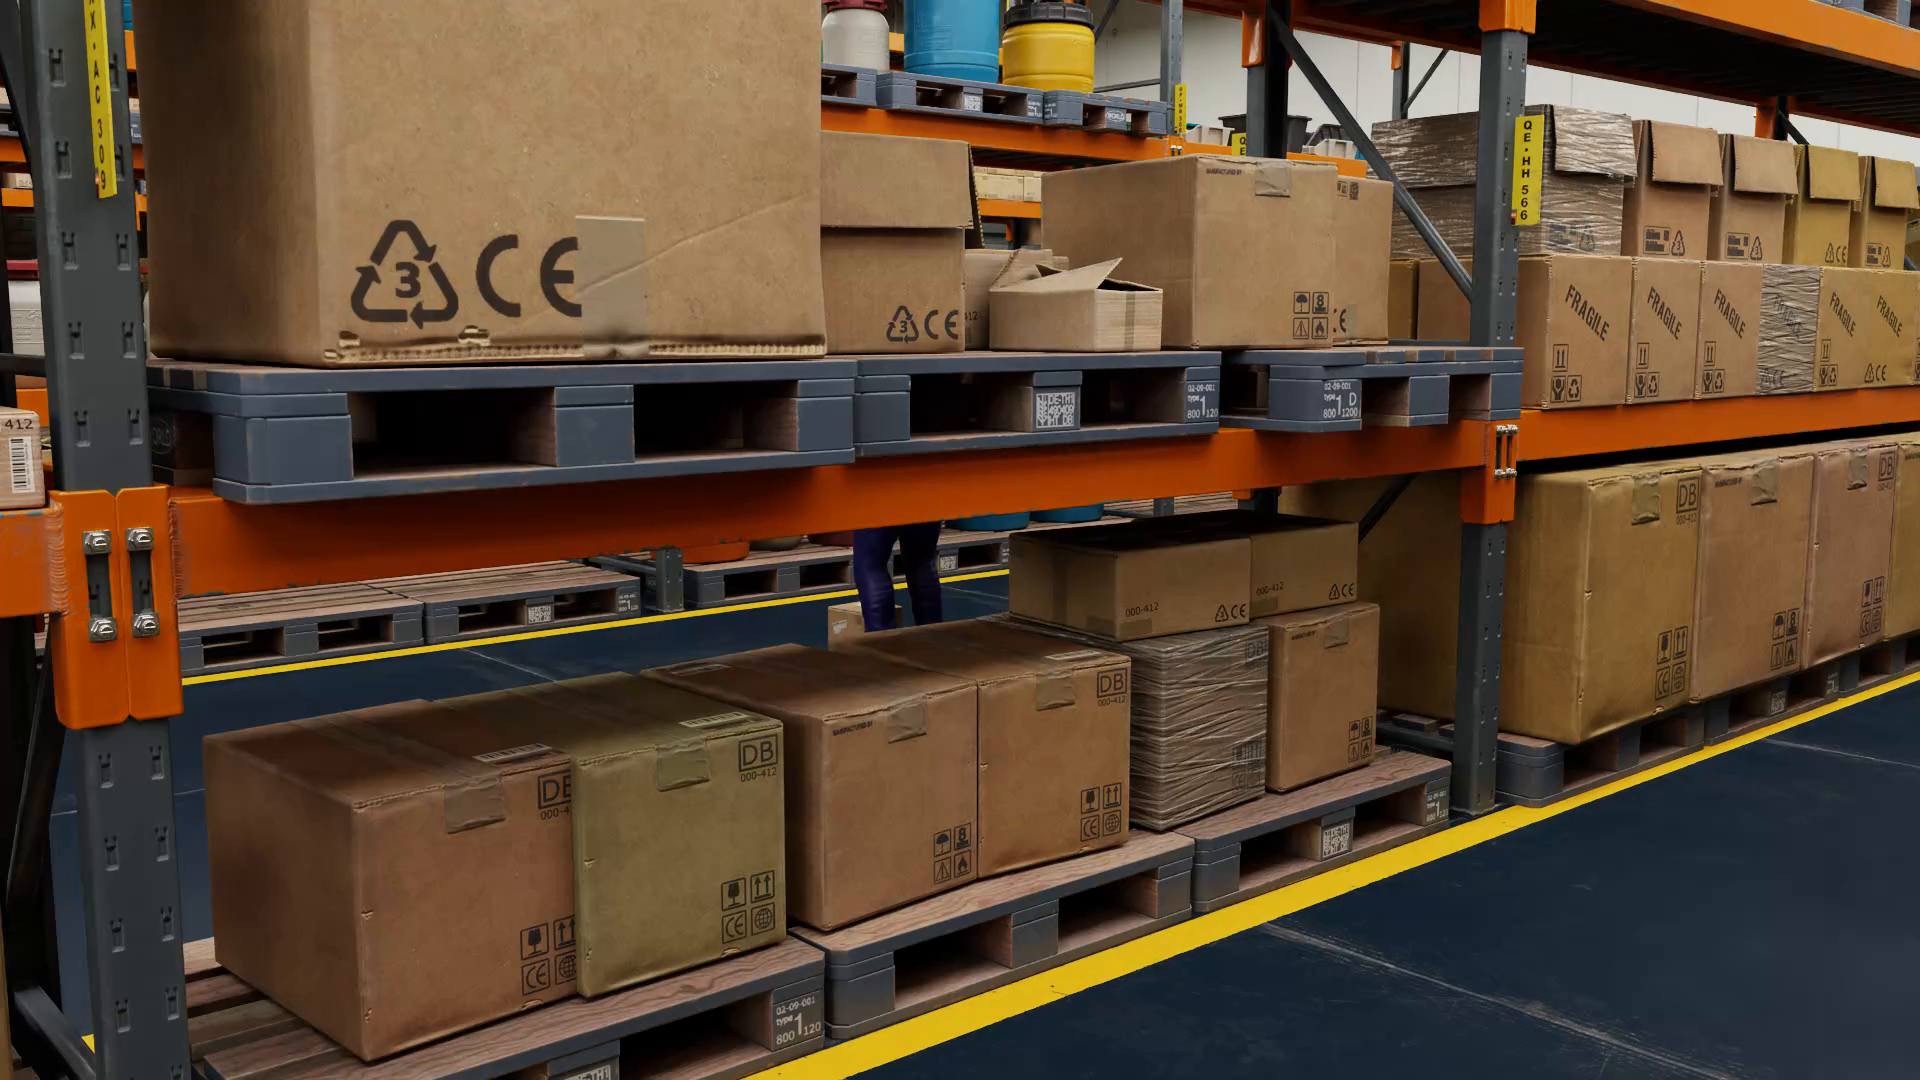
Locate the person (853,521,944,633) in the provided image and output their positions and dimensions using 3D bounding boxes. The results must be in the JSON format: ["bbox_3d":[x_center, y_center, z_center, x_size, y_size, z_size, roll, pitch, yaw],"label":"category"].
[{"bbox_3d":[-0.284,-0.232,7.590,0.540,1.649,0.369,-7,10,-41],"label":"person"}]
